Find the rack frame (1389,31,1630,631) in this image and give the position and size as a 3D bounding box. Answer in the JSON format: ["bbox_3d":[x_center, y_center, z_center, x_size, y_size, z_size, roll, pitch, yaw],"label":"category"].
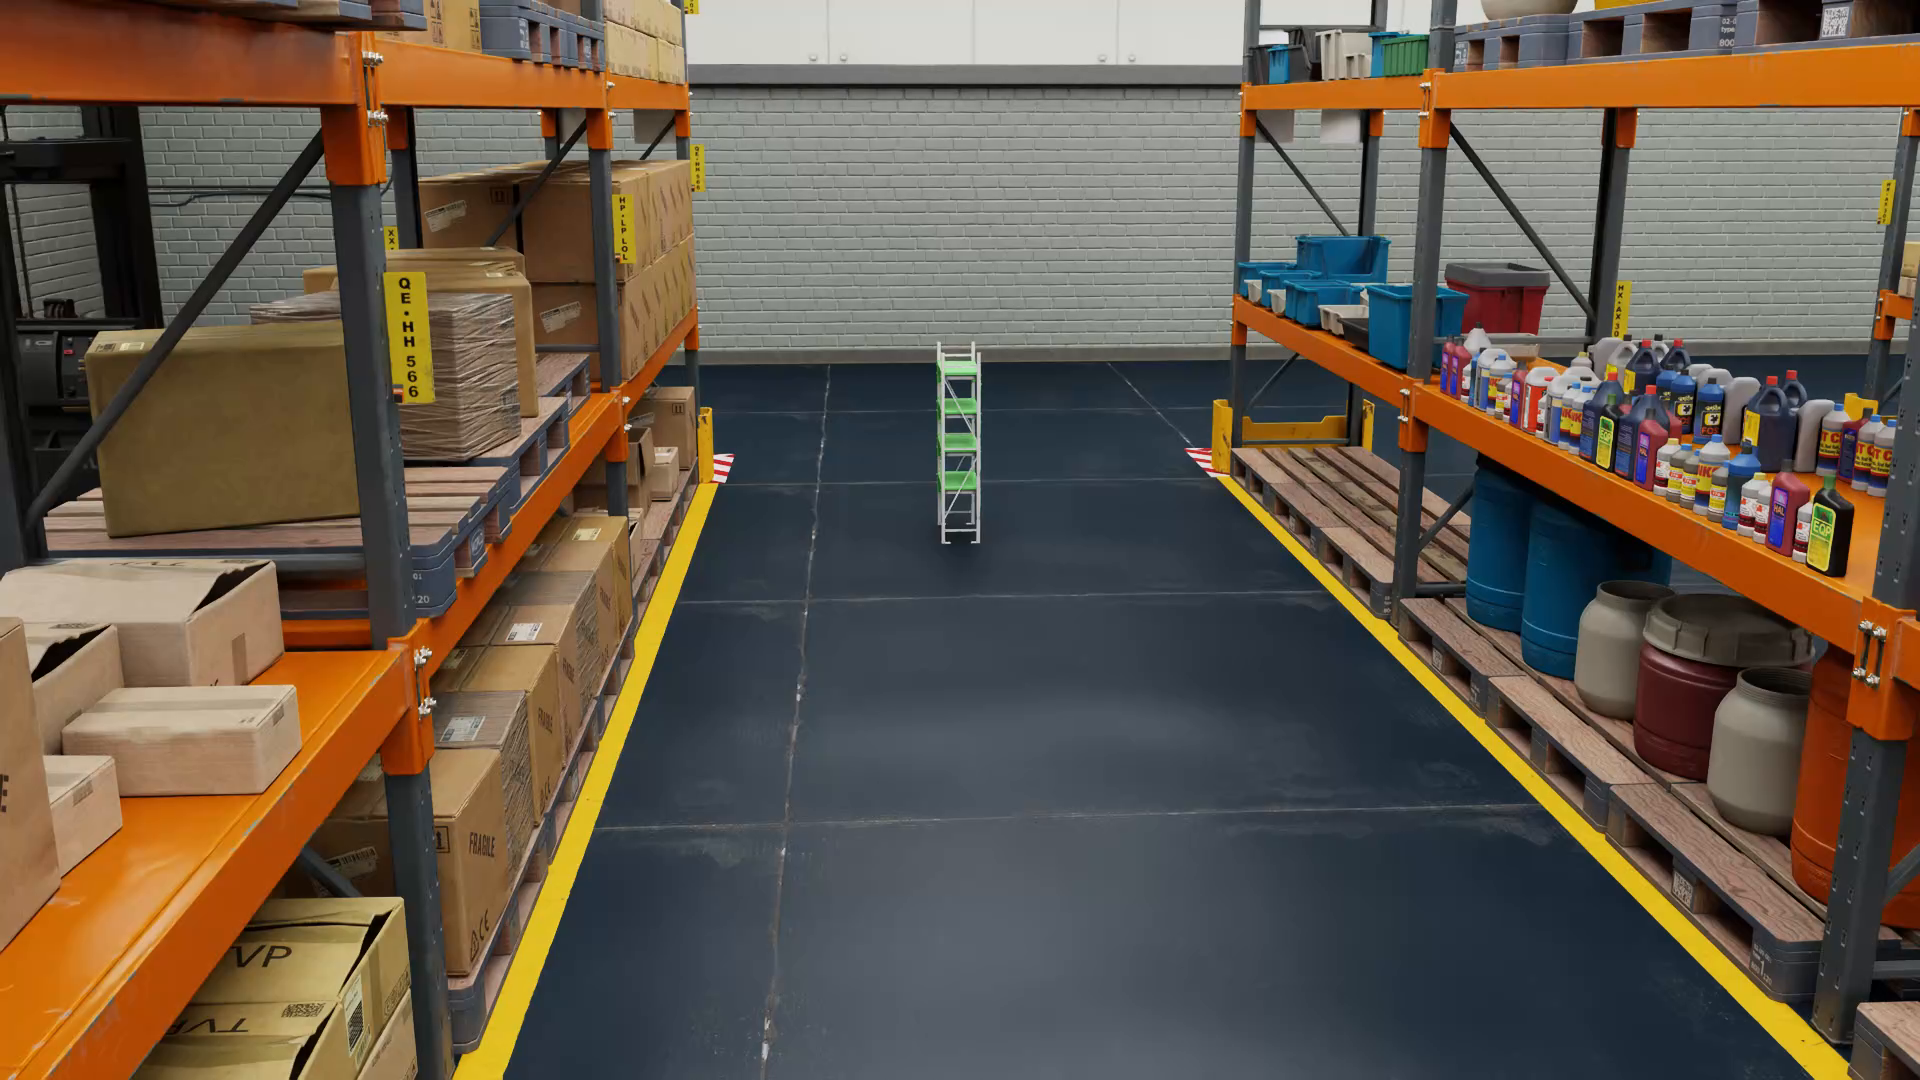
[{"bbox_3d":[2.776,-1.001,8.397,1.000,3.000,0.127,-1,14,-3],"label":"rack frame"}]

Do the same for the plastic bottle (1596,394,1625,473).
[{"bbox_3d":[2.482,-0.407,6.322,0.061,0.283,0.133,-1,14,-3],"label":"plastic bottle"}]

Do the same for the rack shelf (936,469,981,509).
[{"bbox_3d":[-0.010,-0.328,10.613,0.258,0.148,0.480,-1,14,-3],"label":"rack shelf"}]

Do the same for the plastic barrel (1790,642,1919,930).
[{"bbox_3d":[2.976,0.720,5.220,0.600,0.830,0.708,-1,14,-3],"label":"plastic barrel"}]

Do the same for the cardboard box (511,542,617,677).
[{"bbox_3d":[-1.830,0.314,7.421,0.500,0.500,0.500,-1,14,-3],"label":"cardboard box"}]

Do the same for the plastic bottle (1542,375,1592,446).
[{"bbox_3d":[2.496,-0.532,6.823,0.152,0.276,0.135,-1,14,-3],"label":"plastic bottle"}]

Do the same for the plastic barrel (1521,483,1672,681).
[{"bbox_3d":[2.836,0.124,7.394,0.600,0.901,0.708,-1,14,-3],"label":"plastic barrel"}]

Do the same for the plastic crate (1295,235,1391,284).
[{"bbox_3d":[2.735,-1.961,11.939,0.616,0.435,0.499,-1,14,-3],"label":"plastic crate"}]

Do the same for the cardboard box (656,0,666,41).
[{"bbox_3d":[-2.072,-3.170,10.104,0.500,0.250,0.500,-1,14,-3],"label":"cardboard box"}]

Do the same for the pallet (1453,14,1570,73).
[{"bbox_3d":[2.922,-2.169,7.294,1.213,0.211,1.003,-1,14,-3],"label":"pallet"}]

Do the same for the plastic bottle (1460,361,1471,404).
[{"bbox_3d":[2.406,-0.745,7.802,0.097,0.201,0.097,0,14,0],"label":"plastic bottle"}]

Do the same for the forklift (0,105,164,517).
[{"bbox_3d":[-4.586,-0.888,8.097,1.130,2.935,3.031,-1,14,-2],"label":"forklift"}]

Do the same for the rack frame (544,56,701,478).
[{"bbox_3d":[-2.416,-1.920,11.969,1.000,3.000,0.127,-1,14,-3],"label":"rack frame"}]

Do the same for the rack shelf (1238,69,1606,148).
[{"bbox_3d":[2.652,-2.603,10.046,1.077,0.370,4.000,-1,14,-3],"label":"rack shelf"}]

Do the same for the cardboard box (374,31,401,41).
[{"bbox_3d":[-1.981,-1.540,4.270,0.910,0.500,0.500,-1,14,-3],"label":"cardboard box"}]

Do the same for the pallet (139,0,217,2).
[{"bbox_3d":[-1.717,-0.846,2.155,1.003,0.211,1.213,0,14,-1],"label":"pallet"}]

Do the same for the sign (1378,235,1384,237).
[{"bbox_3d":[3.076,-2.087,12.291,0.100,0.325,0.005,-1,14,-3],"label":"sign"}]

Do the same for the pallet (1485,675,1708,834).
[{"bbox_3d":[2.860,0.846,6.814,1.003,0.211,1.213,-1,14,-3],"label":"pallet"}]

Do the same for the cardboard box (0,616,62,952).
[{"bbox_3d":[-1.800,0.438,2.603,0.500,0.500,0.500,-2,15,-6],"label":"cardboard box"}]

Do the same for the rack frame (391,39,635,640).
[{"bbox_3d":[-2.169,-0.925,8.103,1.000,3.000,0.127,-1,14,-3],"label":"rack frame"}]

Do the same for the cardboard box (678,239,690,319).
[{"bbox_3d":[-2.081,-1.732,11.039,0.500,0.500,0.500,-1,14,-3],"label":"cardboard box"}]

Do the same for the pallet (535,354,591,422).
[{"bbox_3d":[-2.228,-0.632,7.348,1.003,0.211,1.213,-1,14,-3],"label":"pallet"}]

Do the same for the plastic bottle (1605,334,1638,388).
[{"bbox_3d":[3.015,-0.751,7.525,0.144,0.351,0.185,-1,14,-3],"label":"plastic bottle"}]

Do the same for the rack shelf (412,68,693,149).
[{"bbox_3d":[-2.292,-2.527,9.752,1.077,0.370,4.000,-1,14,-3],"label":"rack shelf"}]

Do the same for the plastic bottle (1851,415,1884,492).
[{"bbox_3d":[3.282,-0.315,5.991,0.097,0.271,0.097,0,14,0],"label":"plastic bottle"}]

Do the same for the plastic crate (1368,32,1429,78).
[{"bbox_3d":[2.401,-2.594,8.904,0.416,0.233,0.300,-1,14,-3],"label":"plastic crate"}]

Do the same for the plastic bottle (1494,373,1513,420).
[{"bbox_3d":[2.433,-0.639,7.390,0.097,0.201,0.097,0,14,0],"label":"plastic bottle"}]

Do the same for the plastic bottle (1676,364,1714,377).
[{"bbox_3d":[3.177,-0.631,7.210,0.152,0.276,0.135,-1,14,-3],"label":"plastic bottle"}]

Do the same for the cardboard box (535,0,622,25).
[{"bbox_3d":[-1.951,-2.672,8.171,0.500,0.250,0.500,-1,14,-3],"label":"cardboard box"}]

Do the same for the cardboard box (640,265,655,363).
[{"bbox_3d":[-1.963,-1.232,9.094,0.500,0.500,0.500,-1,14,-2],"label":"cardboard box"}]

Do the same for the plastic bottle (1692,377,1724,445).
[{"bbox_3d":[3.076,-0.532,6.831,0.097,0.271,0.097,0,14,0],"label":"plastic bottle"}]

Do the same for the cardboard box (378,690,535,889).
[{"bbox_3d":[-1.702,0.819,5.456,0.500,0.500,0.500,-1,14,-5],"label":"cardboard box"}]

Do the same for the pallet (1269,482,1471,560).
[{"bbox_3d":[2.613,-0.137,10.634,1.003,0.211,1.213,-1,14,-3],"label":"pallet"}]

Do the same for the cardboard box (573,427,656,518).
[{"bbox_3d":[-2.290,-0.397,10.175,0.797,0.503,0.637,-1,14,-3],"label":"cardboard box"}]

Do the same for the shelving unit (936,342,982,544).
[{"bbox_3d":[-0.010,-0.622,10.537,0.258,1.200,0.503,-1,14,-3],"label":"shelving unit"}]

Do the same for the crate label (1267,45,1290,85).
[{"bbox_3d":[2.262,-3.142,10.997,0.408,0.251,0.502,-1,14,-3],"label":"crate label"}]

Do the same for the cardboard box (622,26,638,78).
[{"bbox_3d":[-1.979,-2.555,8.716,0.500,0.250,0.500,-1,14,-3],"label":"cardboard box"}]

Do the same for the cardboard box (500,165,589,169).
[{"bbox_3d":[-2.586,-2.084,10.399,0.500,0.500,0.500,-1,14,-3],"label":"cardboard box"}]

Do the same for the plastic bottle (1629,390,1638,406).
[{"bbox_3d":[2.632,-0.454,6.530,0.097,0.271,0.097,0,14,0],"label":"plastic bottle"}]

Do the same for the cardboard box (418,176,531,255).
[{"bbox_3d":[-2.458,-1.580,8.439,0.500,0.500,0.500,-1,14,-3],"label":"cardboard box"}]

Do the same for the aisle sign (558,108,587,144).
[{"bbox_3d":[-2.714,-3.192,11.694,0.394,0.787,0.004,-1,14,-3],"label":"aisle sign"}]

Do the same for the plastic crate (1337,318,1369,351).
[{"bbox_3d":[2.438,-1.171,9.489,0.437,0.125,0.590,-1,14,-3],"label":"plastic crate"}]

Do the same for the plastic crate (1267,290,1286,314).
[{"bbox_3d":[2.194,-1.581,11.059,0.250,0.136,0.298,-1,14,-3],"label":"plastic crate"}]

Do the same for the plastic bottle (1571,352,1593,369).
[{"bbox_3d":[2.999,-0.805,8.034,0.097,0.201,0.097,0,14,0],"label":"plastic bottle"}]

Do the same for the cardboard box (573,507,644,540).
[{"bbox_3d":[-2.042,-0.089,9.655,0.380,0.166,0.250,-1,14,-3],"label":"cardboard box"}]

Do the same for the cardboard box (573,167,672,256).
[{"bbox_3d":[-2.014,-1.964,9.933,0.500,0.500,0.500,0,14,-2],"label":"cardboard box"}]

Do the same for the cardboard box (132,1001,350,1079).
[{"bbox_3d":[-1.604,1.182,3.463,0.500,0.311,0.500,-1,14,-4],"label":"cardboard box"}]

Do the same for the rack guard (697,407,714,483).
[{"bbox_3d":[-2.412,-0.691,12.207,1.175,0.500,0.348,-1,14,-3],"label":"rack guard"}]

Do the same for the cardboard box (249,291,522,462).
[{"bbox_3d":[-1.938,-0.568,5.669,0.700,0.500,0.500,2,15,7],"label":"cardboard box"}]

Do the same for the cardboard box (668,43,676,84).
[{"bbox_3d":[-2.101,-3.052,10.650,0.500,0.250,0.500,-1,14,-3],"label":"cardboard box"}]

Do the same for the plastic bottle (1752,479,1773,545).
[{"bbox_3d":[2.569,-0.090,5.256,0.097,0.201,0.097,0,14,0],"label":"plastic bottle"}]

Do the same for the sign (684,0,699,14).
[{"bbox_3d":[-1.861,-3.805,11.499,0.100,0.325,0.005,-1,14,-3],"label":"sign"}]

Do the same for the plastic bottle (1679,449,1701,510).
[{"bbox_3d":[2.539,-0.211,5.726,0.097,0.201,0.097,0,14,0],"label":"plastic bottle"}]

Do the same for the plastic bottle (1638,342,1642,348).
[{"bbox_3d":[3.183,-0.794,7.829,0.061,0.283,0.133,-1,14,-3],"label":"plastic bottle"}]

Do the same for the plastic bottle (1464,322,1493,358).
[{"bbox_3d":[2.476,-0.874,8.004,0.144,0.351,0.185,-1,14,-3],"label":"plastic bottle"}]

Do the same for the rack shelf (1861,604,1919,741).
[{"bbox_3d":[3.147,0.840,2.687,1.077,0.370,4.000,-1,14,-3],"label":"rack shelf"}]

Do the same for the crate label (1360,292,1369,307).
[{"bbox_3d":[2.804,-1.556,10.962,0.396,0.136,0.243,-1,14,-3],"label":"crate label"}]

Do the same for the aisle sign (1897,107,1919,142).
[{"bbox_3d":[7.167,-3.344,12.288,0.394,0.787,0.004,-1,14,-3],"label":"aisle sign"}]

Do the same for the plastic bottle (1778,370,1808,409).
[{"bbox_3d":[3.227,-0.479,6.469,0.144,0.351,0.185,-1,14,-3],"label":"plastic bottle"}]
